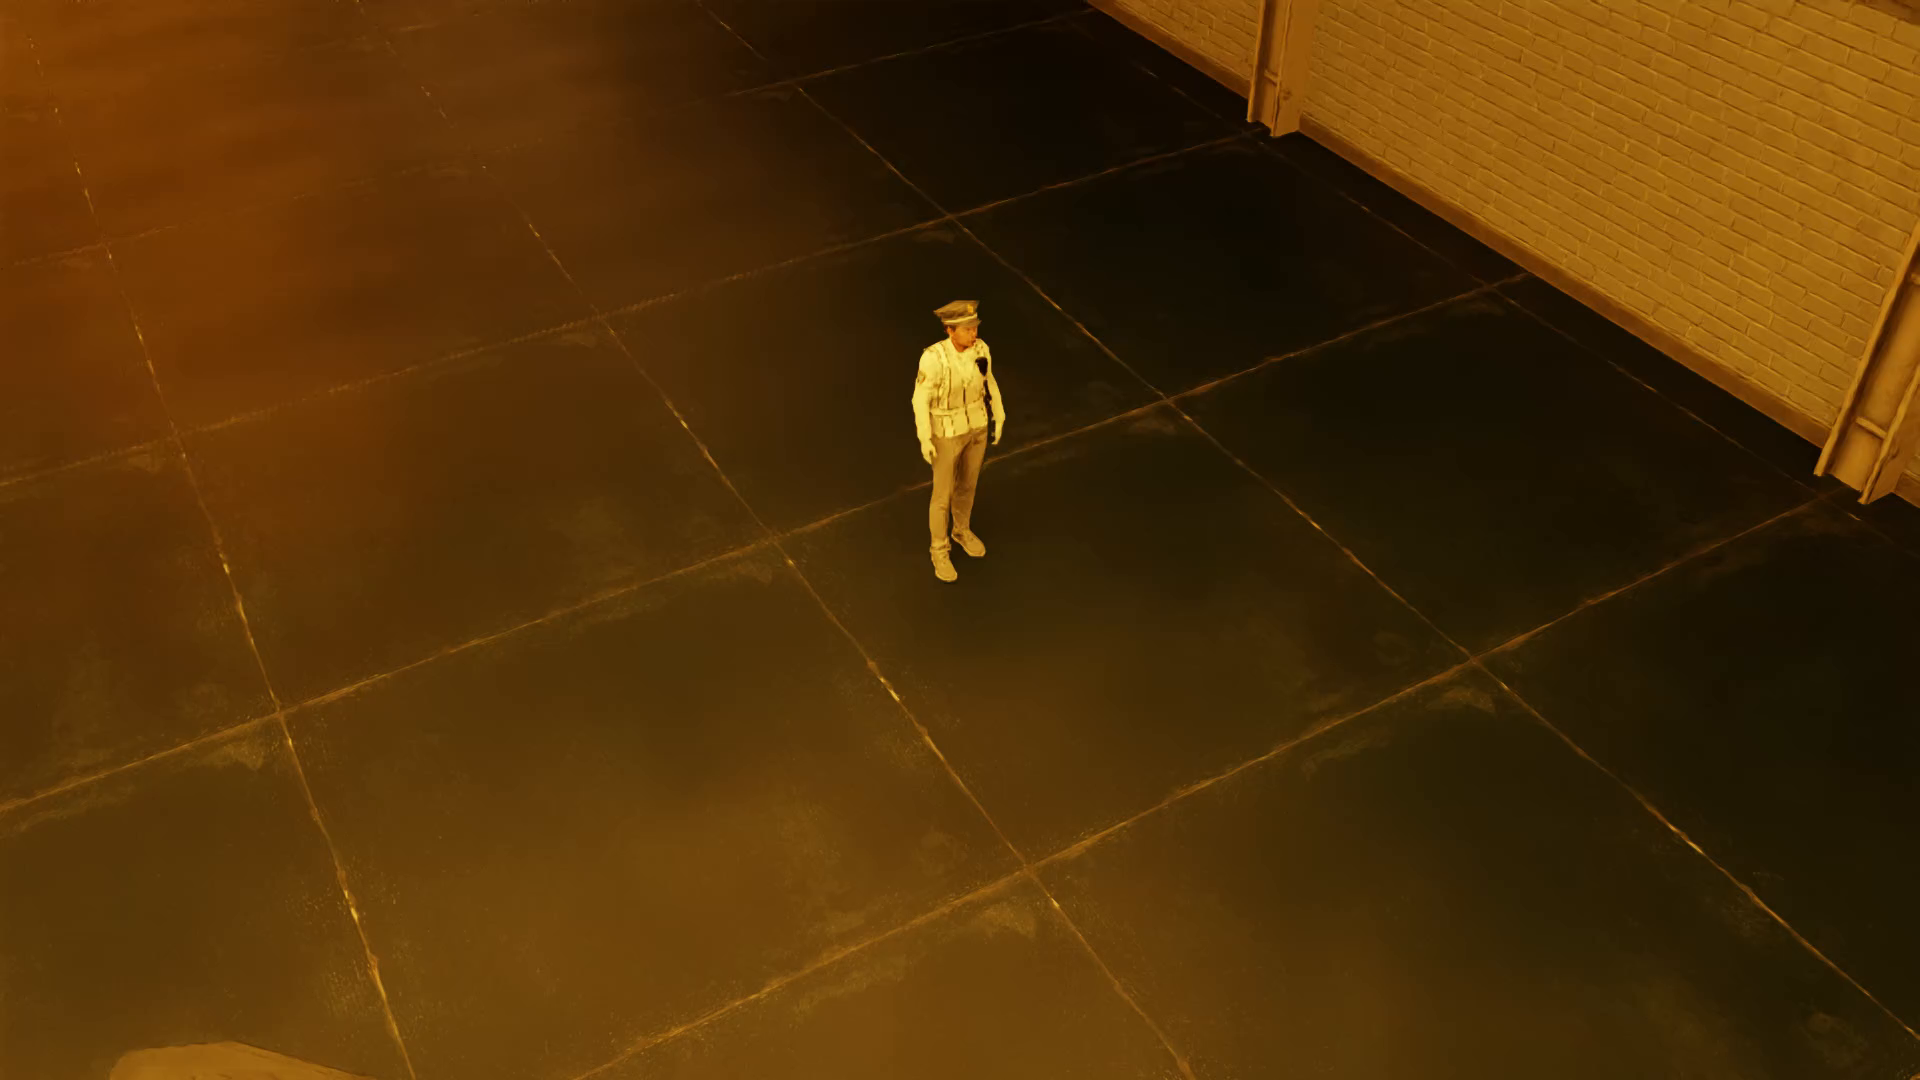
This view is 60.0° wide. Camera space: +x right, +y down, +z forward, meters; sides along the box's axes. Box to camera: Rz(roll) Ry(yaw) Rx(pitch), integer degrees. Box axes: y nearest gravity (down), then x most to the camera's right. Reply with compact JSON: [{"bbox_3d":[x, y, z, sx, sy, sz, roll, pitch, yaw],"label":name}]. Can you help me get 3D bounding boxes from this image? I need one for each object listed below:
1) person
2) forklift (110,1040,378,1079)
[{"bbox_3d":[0.028,-0.618,9.739,0.586,1.695,0.532,-20,44,-23],"label":"person"},{"bbox_3d":[-1.922,2.880,4.564,1.130,2.935,3.031,10,41,12],"label":"forklift"}]
